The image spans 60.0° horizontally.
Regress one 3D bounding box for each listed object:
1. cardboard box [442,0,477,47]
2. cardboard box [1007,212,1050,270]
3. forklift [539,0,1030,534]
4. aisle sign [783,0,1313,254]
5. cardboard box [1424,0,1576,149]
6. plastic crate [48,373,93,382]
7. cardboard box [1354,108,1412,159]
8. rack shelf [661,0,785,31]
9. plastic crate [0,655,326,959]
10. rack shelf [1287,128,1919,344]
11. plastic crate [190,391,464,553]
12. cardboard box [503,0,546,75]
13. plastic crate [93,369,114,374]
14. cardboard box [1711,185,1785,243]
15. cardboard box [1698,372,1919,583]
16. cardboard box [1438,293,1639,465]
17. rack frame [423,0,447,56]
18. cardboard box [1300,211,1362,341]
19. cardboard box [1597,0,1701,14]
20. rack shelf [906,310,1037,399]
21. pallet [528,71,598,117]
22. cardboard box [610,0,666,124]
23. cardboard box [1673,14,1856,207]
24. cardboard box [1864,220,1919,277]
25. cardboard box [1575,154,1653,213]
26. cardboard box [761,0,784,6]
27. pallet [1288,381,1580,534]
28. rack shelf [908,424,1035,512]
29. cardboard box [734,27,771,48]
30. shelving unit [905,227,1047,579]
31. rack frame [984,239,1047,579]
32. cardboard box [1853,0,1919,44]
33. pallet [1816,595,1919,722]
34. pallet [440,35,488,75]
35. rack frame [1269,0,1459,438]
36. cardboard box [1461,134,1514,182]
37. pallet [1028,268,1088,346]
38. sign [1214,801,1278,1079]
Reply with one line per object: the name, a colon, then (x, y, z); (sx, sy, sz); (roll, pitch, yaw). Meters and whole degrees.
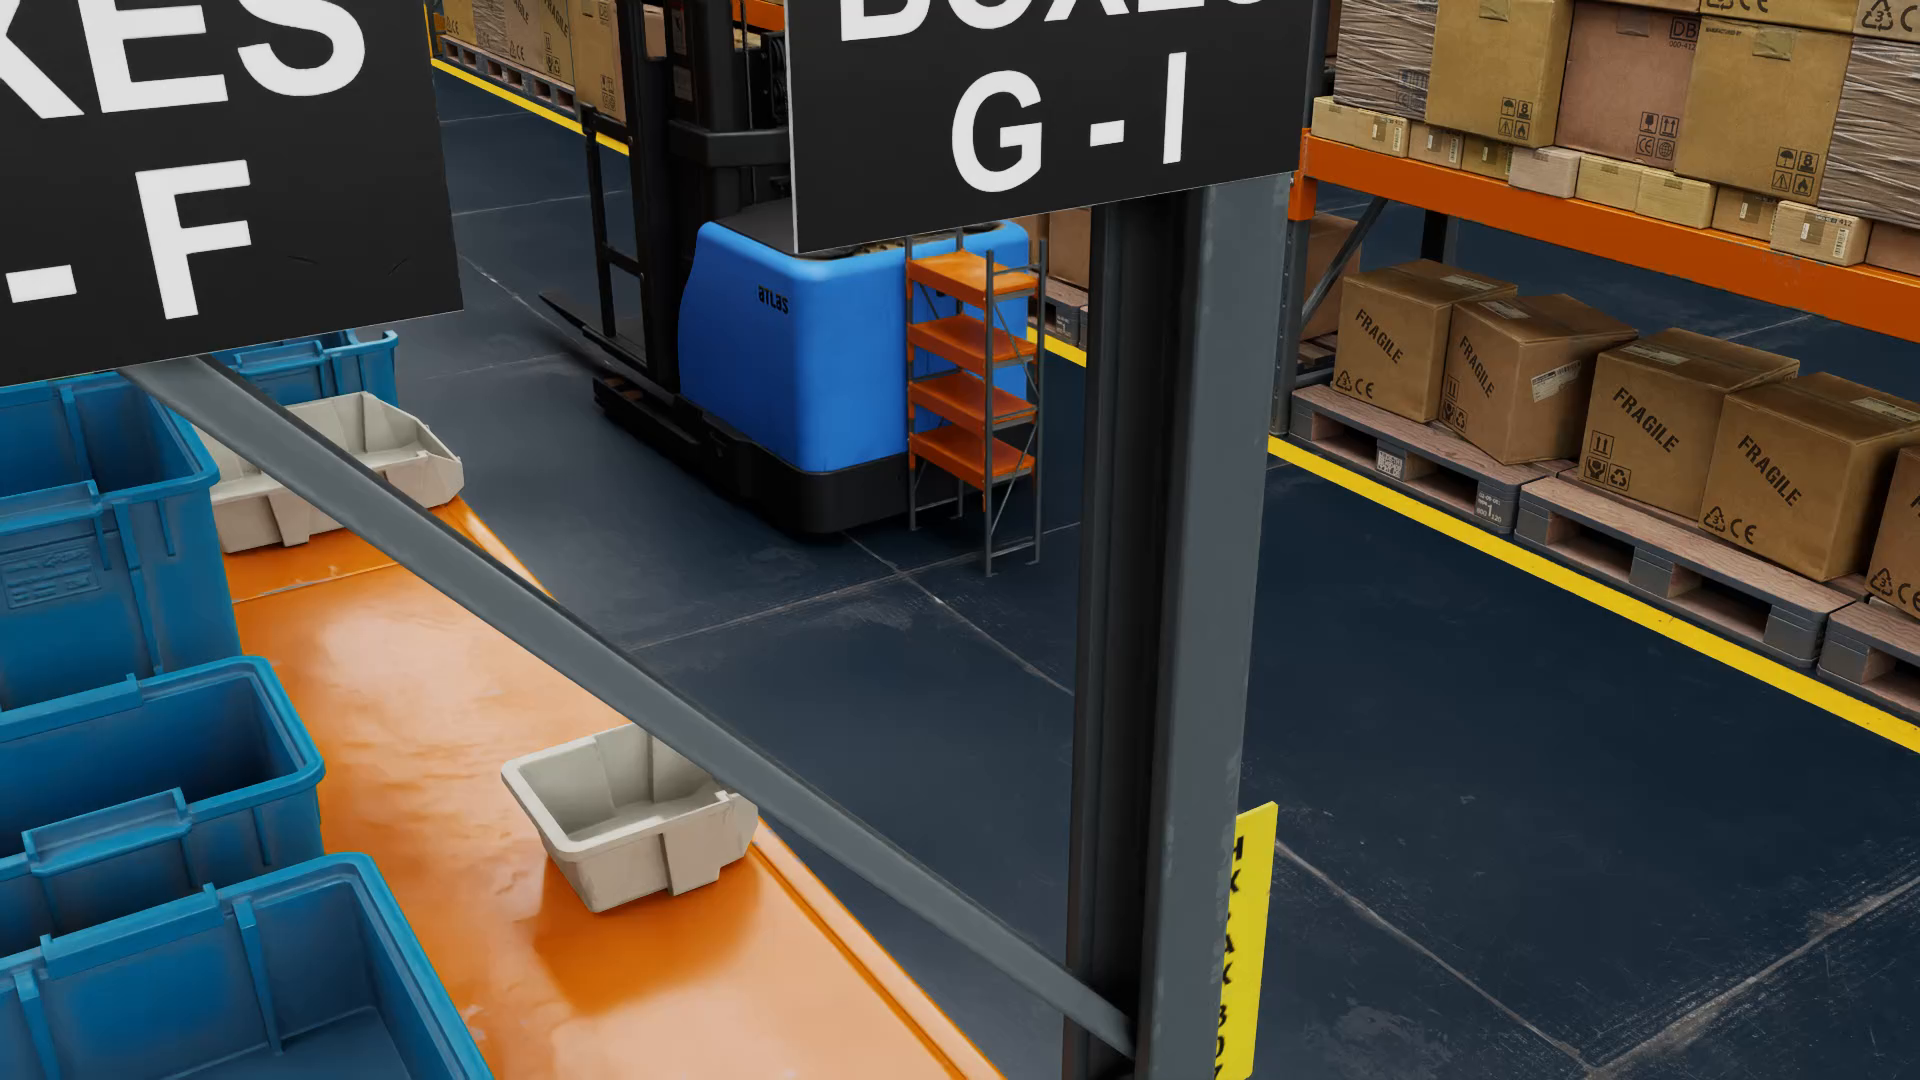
cardboard box: (-4.383, -5.246, 15.846); (0.875, 0.875, 0.875); (-16, 29, -30)
cardboard box: (0.579, -1.803, 8.968); (0.700, 0.500, 0.500); (-13, 28, -25)
forklift: (-0.980, -1.923, 6.890); (1.130, 2.935, 3.031); (-17, 30, -31)
aisle sign: (0.070, -0.568, 0.894); (0.394, 0.787, 0.004); (-16, 29, -30)
cardboard box: (2.189, -1.752, 5.983); (0.875, 0.500, 0.500); (-16, 29, -30)
plastic crate: (-1.894, -0.134, 3.267); (0.450, 0.188, 0.662); (-16, 29, -30)
cardboard box: (1.742, -1.582, 6.381); (0.380, 0.149, 0.250); (-16, 29, -30)
rack shelf: (-1.524, -3.756, 11.535); (1.077, 0.370, 4.000); (-16, 29, -30)
plastic crate: (-1.089, 0.374, 2.117); (0.499, 0.251, 0.408); (-16, 29, -30)
rack shelf: (2.843, -0.894, 5.473); (1.077, 0.370, 4.000); (-16, 29, -30)
plastic crate: (-1.300, -0.140, 3.341); (0.530, 0.136, 0.437); (-16, 29, -30)
cardboard box: (-3.401, -4.602, 14.482); (0.875, 0.875, 0.875); (-16, 29, -30)
plastic crate: (-2.219, -0.536, 3.944); (0.767, 0.338, 0.504); (-16, 29, -30)
cardboard box: (2.621, -1.062, 5.280); (0.380, 0.149, 0.250); (-16, 29, -30)
cardboard box: (2.927, -0.225, 5.649); (0.500, 0.500, 0.500); (-13, 28, -25)
cardboard box: (2.255, -0.639, 6.526); (0.500, 0.500, 0.500); (-6, 26, -13)
rack frame: (-4.800, -6.227, 15.927); (1.000, 3.000, 0.127); (-16, 29, -30)
cardboard box: (1.434, -1.228, 7.751); (0.700, 0.500, 0.500); (-18, 31, -33)
cardboard box: (2.331, -1.989, 5.313); (0.500, 0.500, 0.500); (-16, 29, -30)
rack shelf: (0.049, -0.661, 5.879); (0.258, 0.148, 0.480); (-17, 30, -31)
pallet: (-2.966, -3.826, 14.106); (1.003, 0.211, 1.213); (-16, 29, -30)
cardboard box: (-1.761, -3.482, 12.109); (1.225, 0.875, 0.875); (-17, 30, -31)
cardboard box: (2.784, -1.408, 5.254); (0.875, 0.500, 0.500); (-16, 29, -30)
cardboard box: (2.910, -0.888, 4.911); (0.380, 0.149, 0.250); (-16, 29, -30)
cardboard box: (2.320, -1.233, 5.642); (0.380, 0.149, 0.250); (-16, 29, -30)
cardboard box: (-0.909, -3.530, 10.096); (0.500, 0.500, 0.500); (-15, 29, -28)
pallet: (2.147, -0.442, 6.939); (1.003, 0.211, 1.213); (-16, 29, -30)
rack shelf: (0.049, -0.279, 6.059); (0.258, 0.148, 0.480); (-17, 30, -31)
cardboard box: (-0.792, -2.846, 10.763); (1.225, 0.875, 0.875); (-17, 30, -32)
shelving unit: (0.049, -0.520, 5.946); (0.258, 1.200, 0.503); (-17, 30, -31)
rack frame: (0.188, -0.435, 5.765); (0.240, 1.200, 0.015); (-17, 30, -31)
cardboard box: (2.879, -1.632, 4.557); (0.500, 0.500, 0.500); (-16, 29, -30)
pallet: (3.479, 0.431, 5.090); (1.003, 0.211, 1.213); (-16, 29, -30)
pallet: (-4.298, -4.698, 15.955); (1.003, 0.211, 1.213); (-16, 29, -30)
rack frame: (1.751, -1.935, 6.835); (1.000, 3.000, 0.127); (-16, 29, -30)
cardboard box: (2.046, -1.412, 6.021); (0.380, 0.149, 0.250); (-16, 29, -30)
pallet: (0.655, -1.389, 8.945); (1.003, 0.211, 1.213); (-16, 29, -30)
sign: (0.248, 0.398, 1.569); (0.100, 0.325, 0.005); (-16, 29, -30)
